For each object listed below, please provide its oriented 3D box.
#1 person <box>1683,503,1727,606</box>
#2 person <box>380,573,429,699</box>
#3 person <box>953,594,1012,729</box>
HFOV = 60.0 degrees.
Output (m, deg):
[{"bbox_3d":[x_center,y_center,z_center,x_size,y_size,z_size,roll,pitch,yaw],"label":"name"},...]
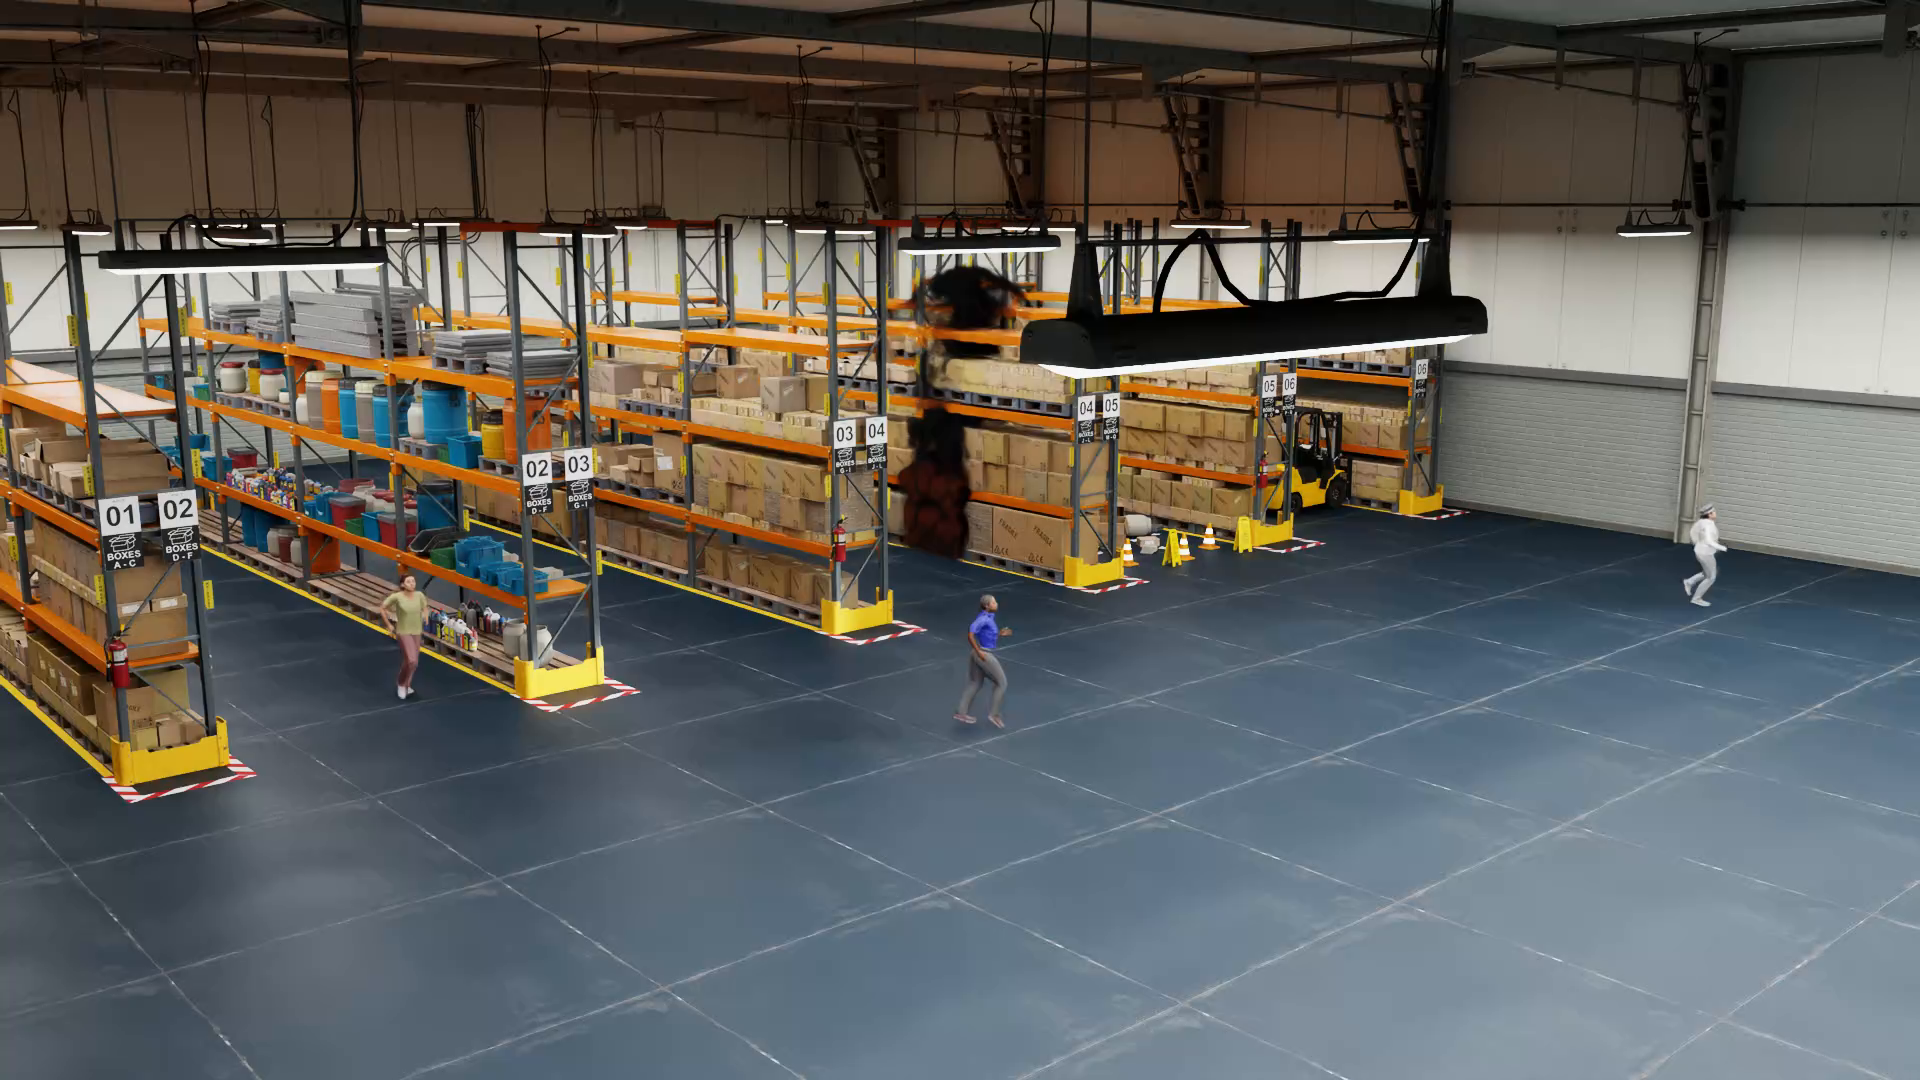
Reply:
[{"bbox_3d":[11.929,0.224,26.585,0.561,1.664,0.658,2,12,8],"label":"person"},{"bbox_3d":[-7.151,1.234,21.619,0.618,1.639,0.581,10,15,42],"label":"person"},{"bbox_3d":[0.290,1.501,20.396,0.737,1.711,0.546,-2,12,-11],"label":"person"}]
